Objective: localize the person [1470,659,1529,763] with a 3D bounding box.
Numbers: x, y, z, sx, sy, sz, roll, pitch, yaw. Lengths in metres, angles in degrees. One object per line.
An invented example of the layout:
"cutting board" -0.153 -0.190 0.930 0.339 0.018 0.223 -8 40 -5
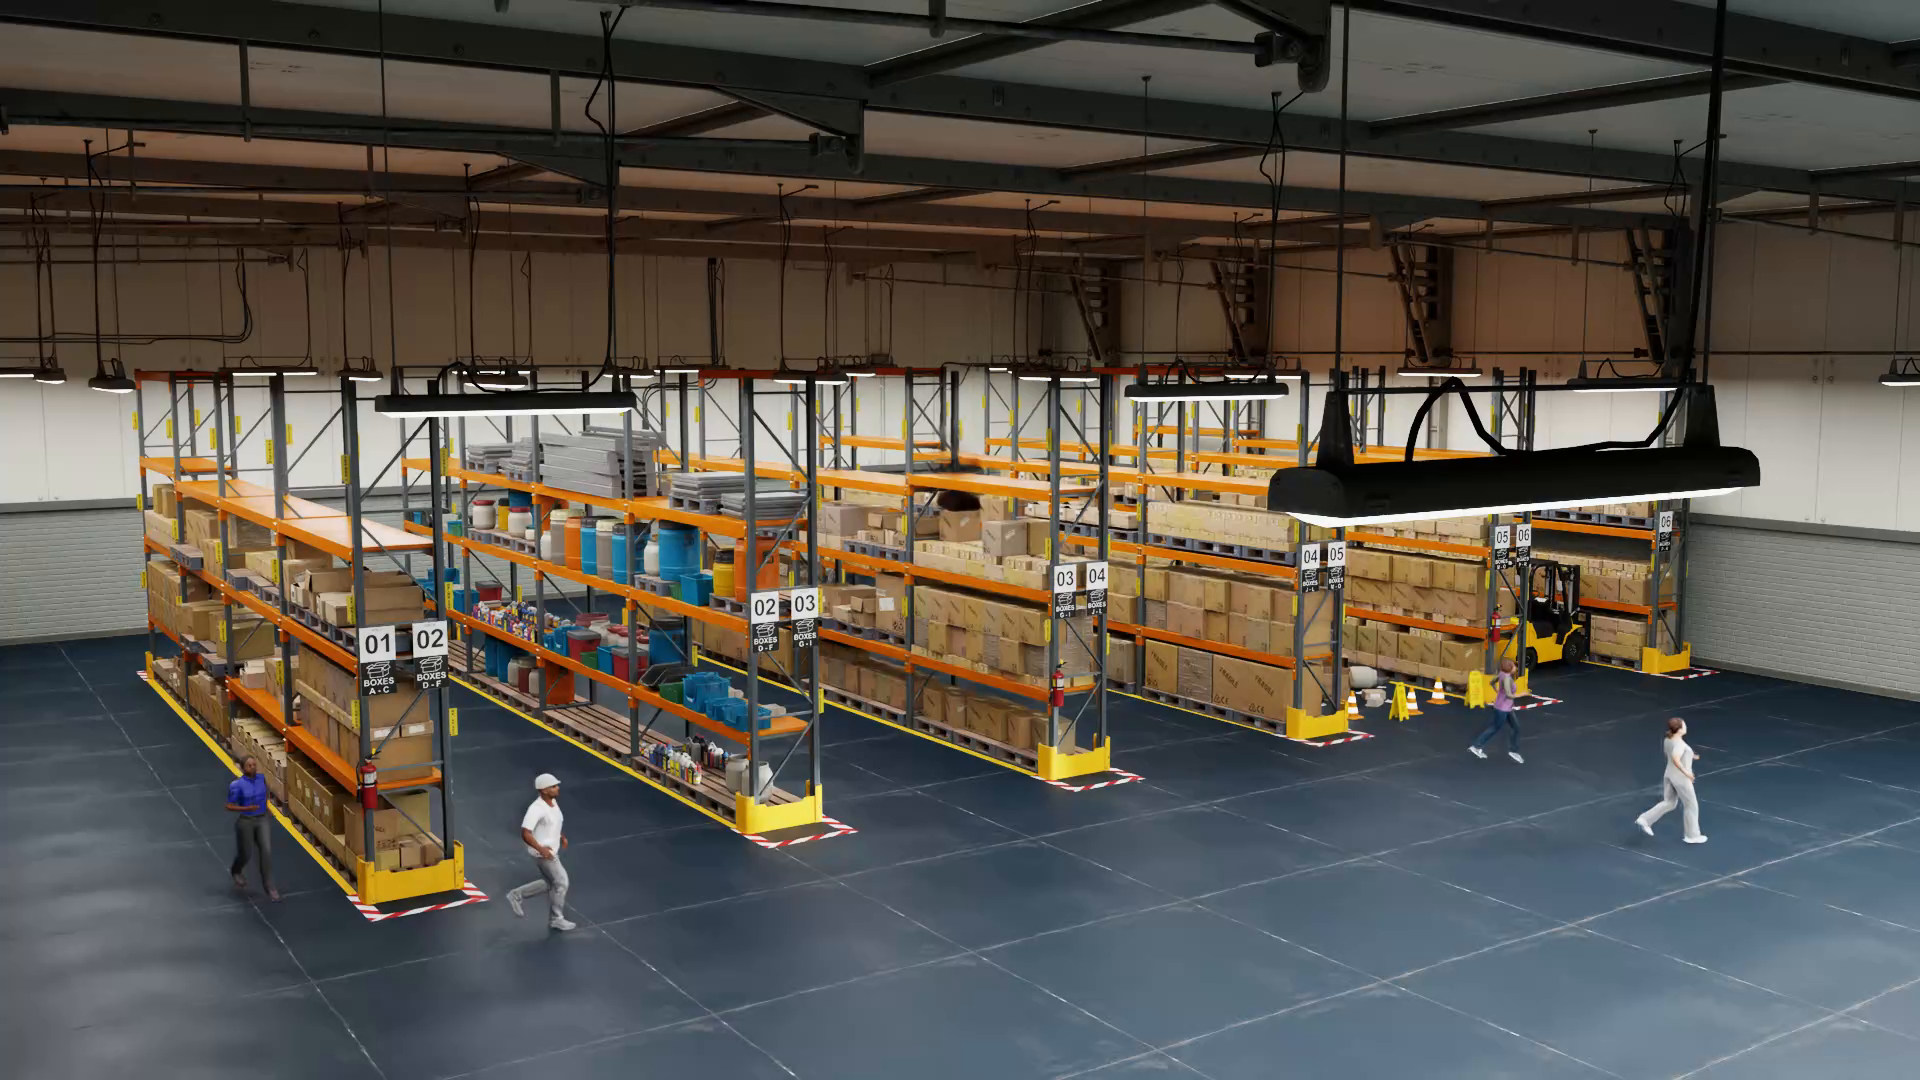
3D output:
"person" 8.348 2.640 25.718 0.847 1.632 0.547 2 7 16

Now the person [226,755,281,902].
"person" -8.227 3.323 19.316 0.921 1.649 0.576 6 9 42

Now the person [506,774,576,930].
"person" -4.628 3.418 18.278 0.785 1.734 0.693 0 6 -2

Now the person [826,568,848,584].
"person" -3.126 0.716 42.088 0.836 1.782 0.700 1 7 13

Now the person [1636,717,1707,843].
"person" 9.208 3.086 21.394 0.929 1.645 0.574 -1 6 -7
